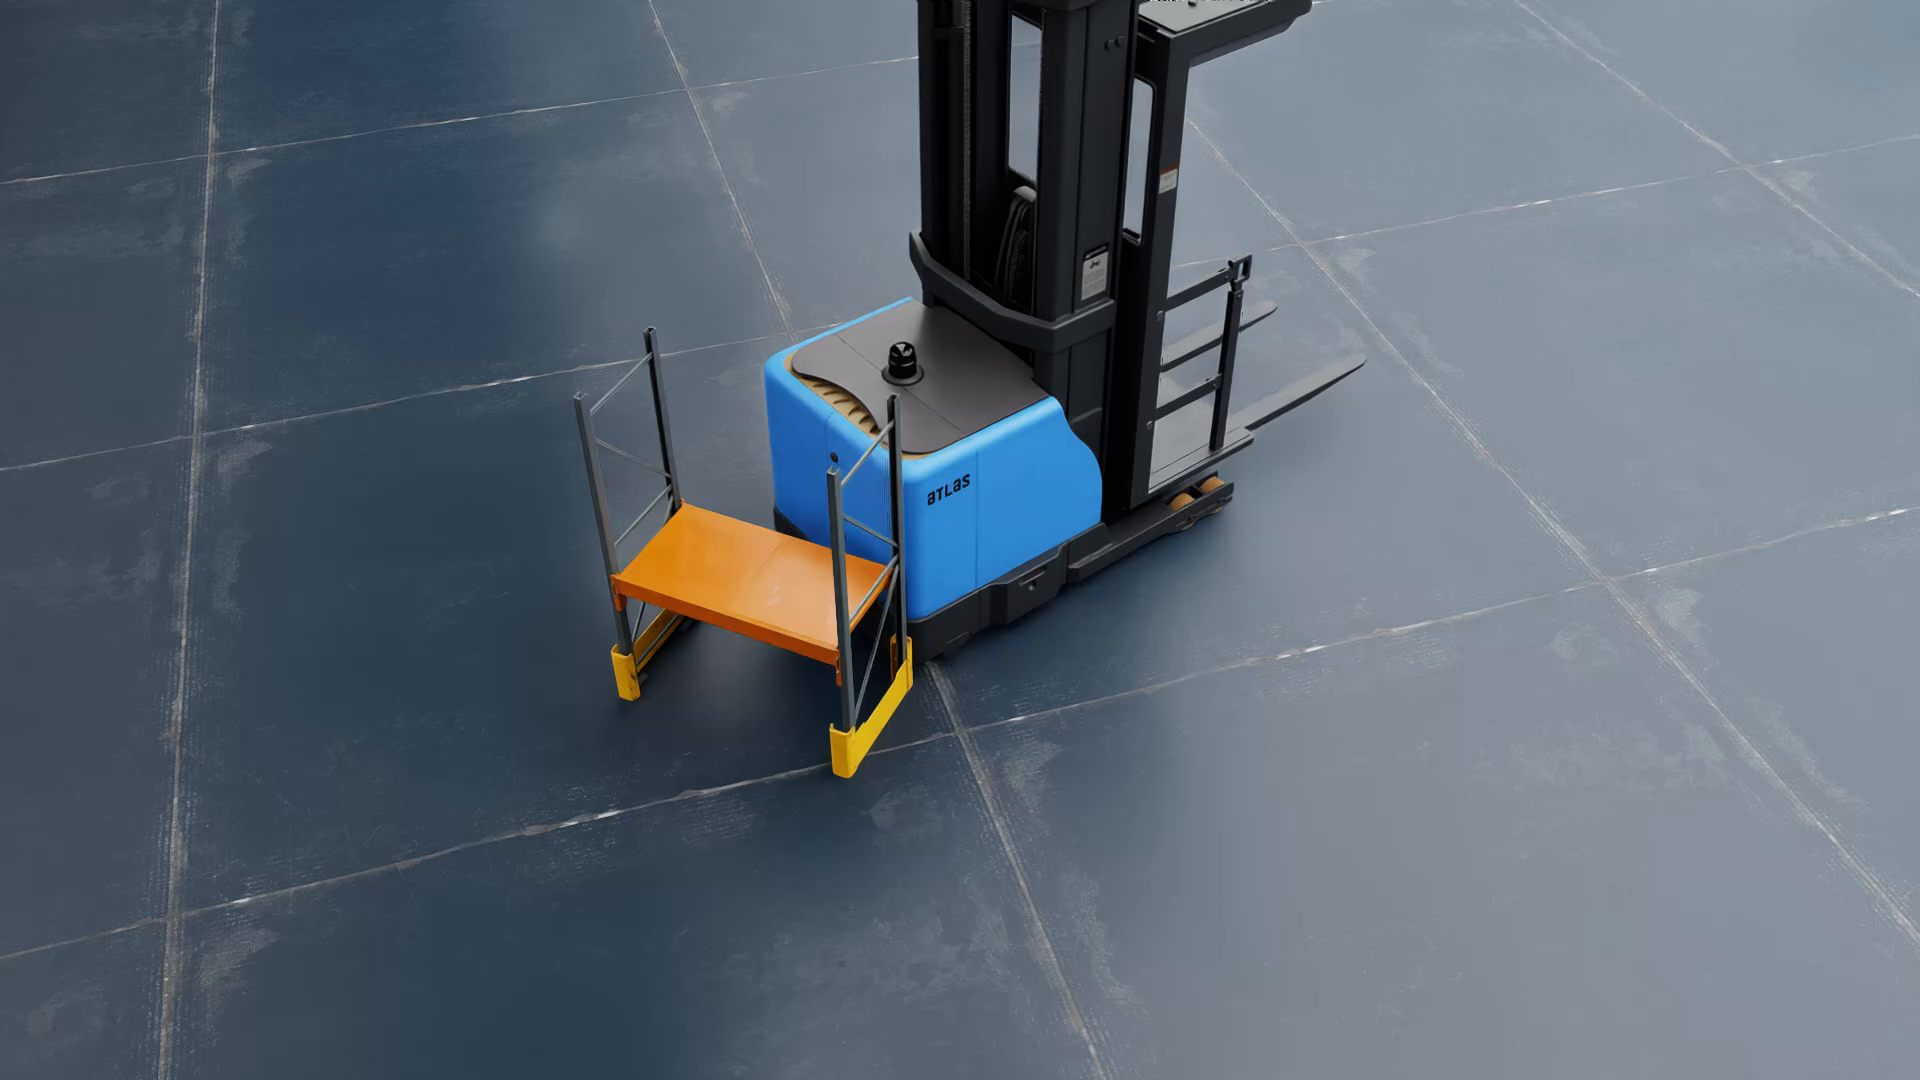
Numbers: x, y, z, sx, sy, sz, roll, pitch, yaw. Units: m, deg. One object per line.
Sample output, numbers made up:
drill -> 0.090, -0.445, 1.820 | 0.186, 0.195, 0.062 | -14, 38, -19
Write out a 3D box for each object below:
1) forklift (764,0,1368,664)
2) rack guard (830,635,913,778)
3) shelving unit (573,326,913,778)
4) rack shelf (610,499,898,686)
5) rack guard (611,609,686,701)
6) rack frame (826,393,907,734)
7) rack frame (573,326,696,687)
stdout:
forklift -> 0.645, -1.396, 6.970 | 3.031, 2.935, 1.130 | -28, 48, -28
rack guard -> -0.349, 0.659, 6.655 | 0.087, 0.250, 0.587 | 17, 44, 18
shelving unit -> -0.802, 0.052, 6.400 | 1.083, 1.500, 0.587 | 17, 44, 18
rack shelf -> -0.794, 0.190, 6.516 | 1.000, 0.185, 0.538 | 17, 44, 18
rack guard -> -1.255, 0.386, 6.968 | 0.087, 0.250, 0.587 | 17, 44, 18
rack frame -> -0.331, 0.194, 6.238 | 0.032, 1.500, 0.500 | 17, 44, 18
rack frame -> -1.256, -0.085, 6.557 | 0.032, 1.500, 0.500 | 17, 44, 18
